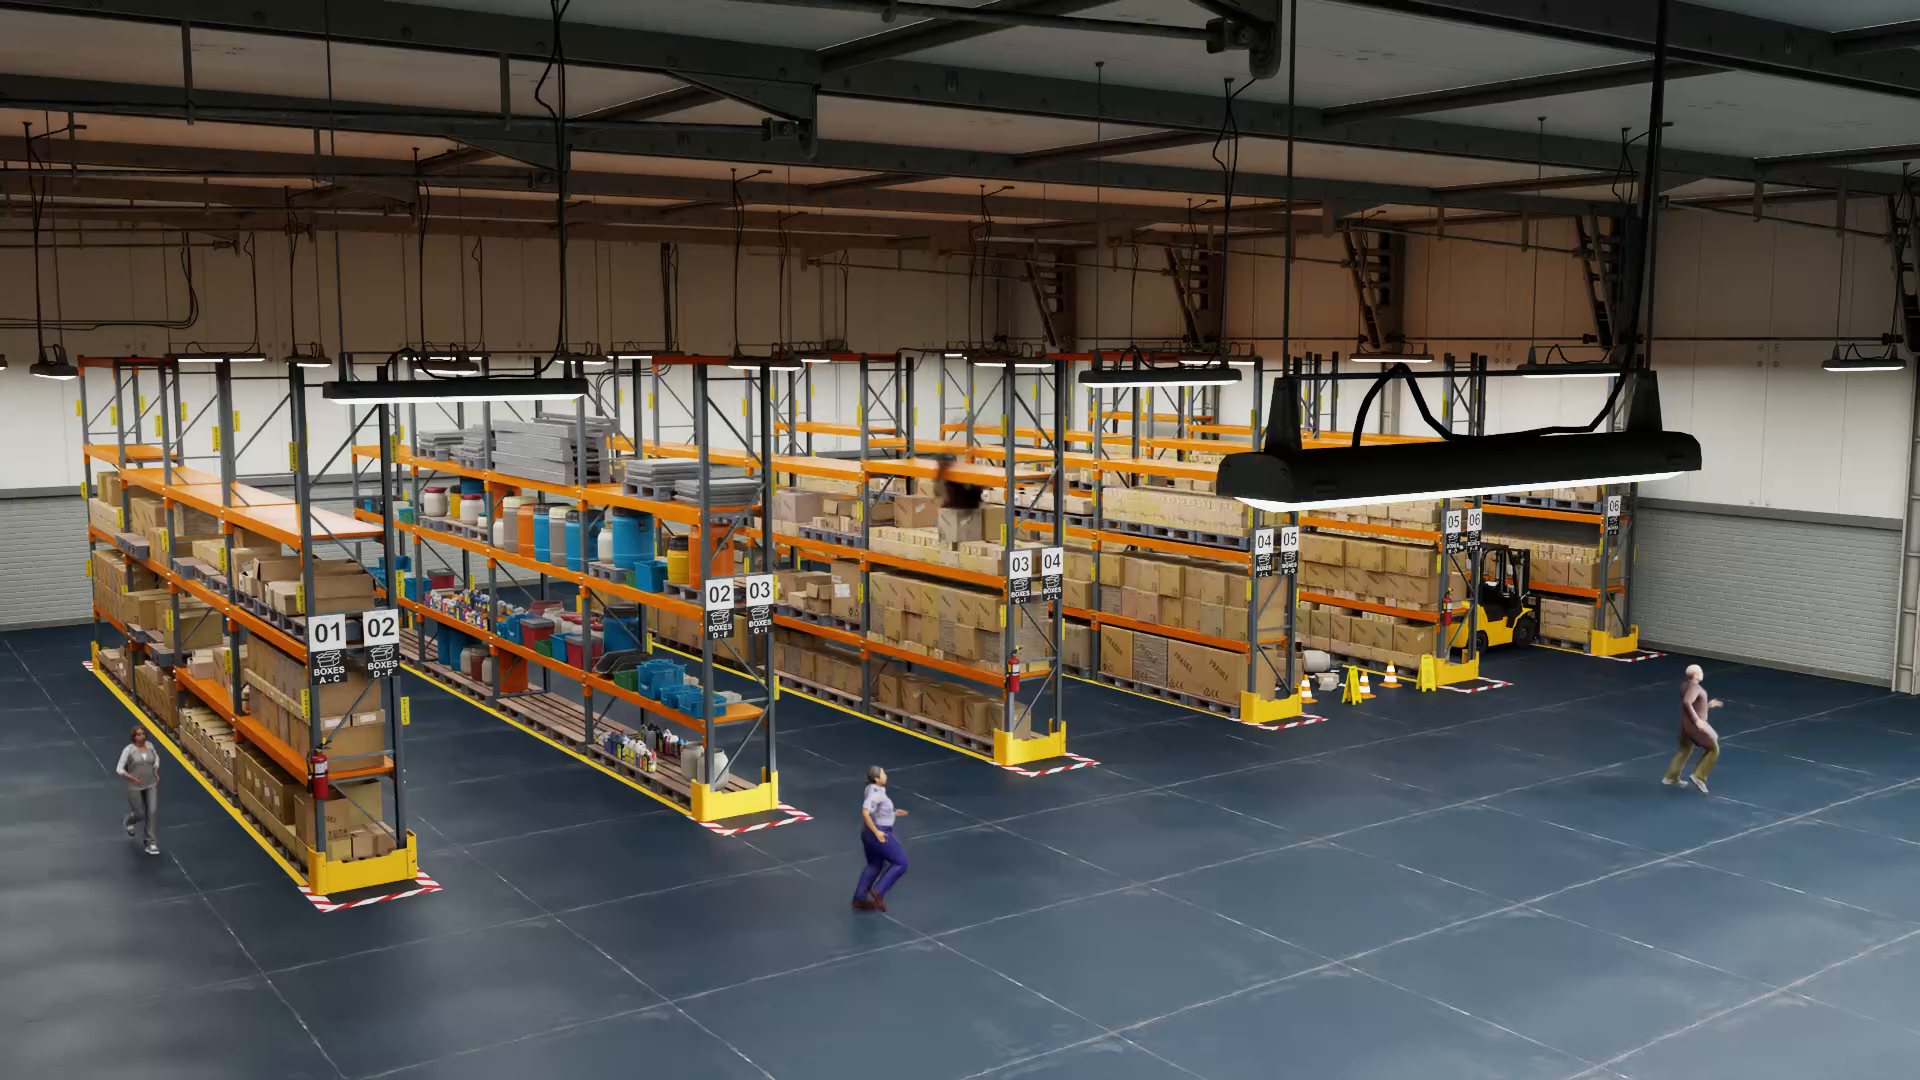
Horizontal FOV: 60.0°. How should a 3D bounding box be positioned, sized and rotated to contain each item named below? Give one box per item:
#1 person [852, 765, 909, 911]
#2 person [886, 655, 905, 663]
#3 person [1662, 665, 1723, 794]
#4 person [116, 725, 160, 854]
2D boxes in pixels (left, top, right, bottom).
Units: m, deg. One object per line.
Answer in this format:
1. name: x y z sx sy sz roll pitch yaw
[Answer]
1. person: -0.878 3.336 18.425 0.643 1.539 0.582 -2 7 -19
2. person: -1.199 1.530 32.530 0.691 1.781 0.670 -6 9 -40
3. person: 10.261 2.645 23.238 0.798 1.823 0.671 0 7 -3
4. person: -10.109 3.059 20.539 0.814 1.551 0.550 6 9 42
